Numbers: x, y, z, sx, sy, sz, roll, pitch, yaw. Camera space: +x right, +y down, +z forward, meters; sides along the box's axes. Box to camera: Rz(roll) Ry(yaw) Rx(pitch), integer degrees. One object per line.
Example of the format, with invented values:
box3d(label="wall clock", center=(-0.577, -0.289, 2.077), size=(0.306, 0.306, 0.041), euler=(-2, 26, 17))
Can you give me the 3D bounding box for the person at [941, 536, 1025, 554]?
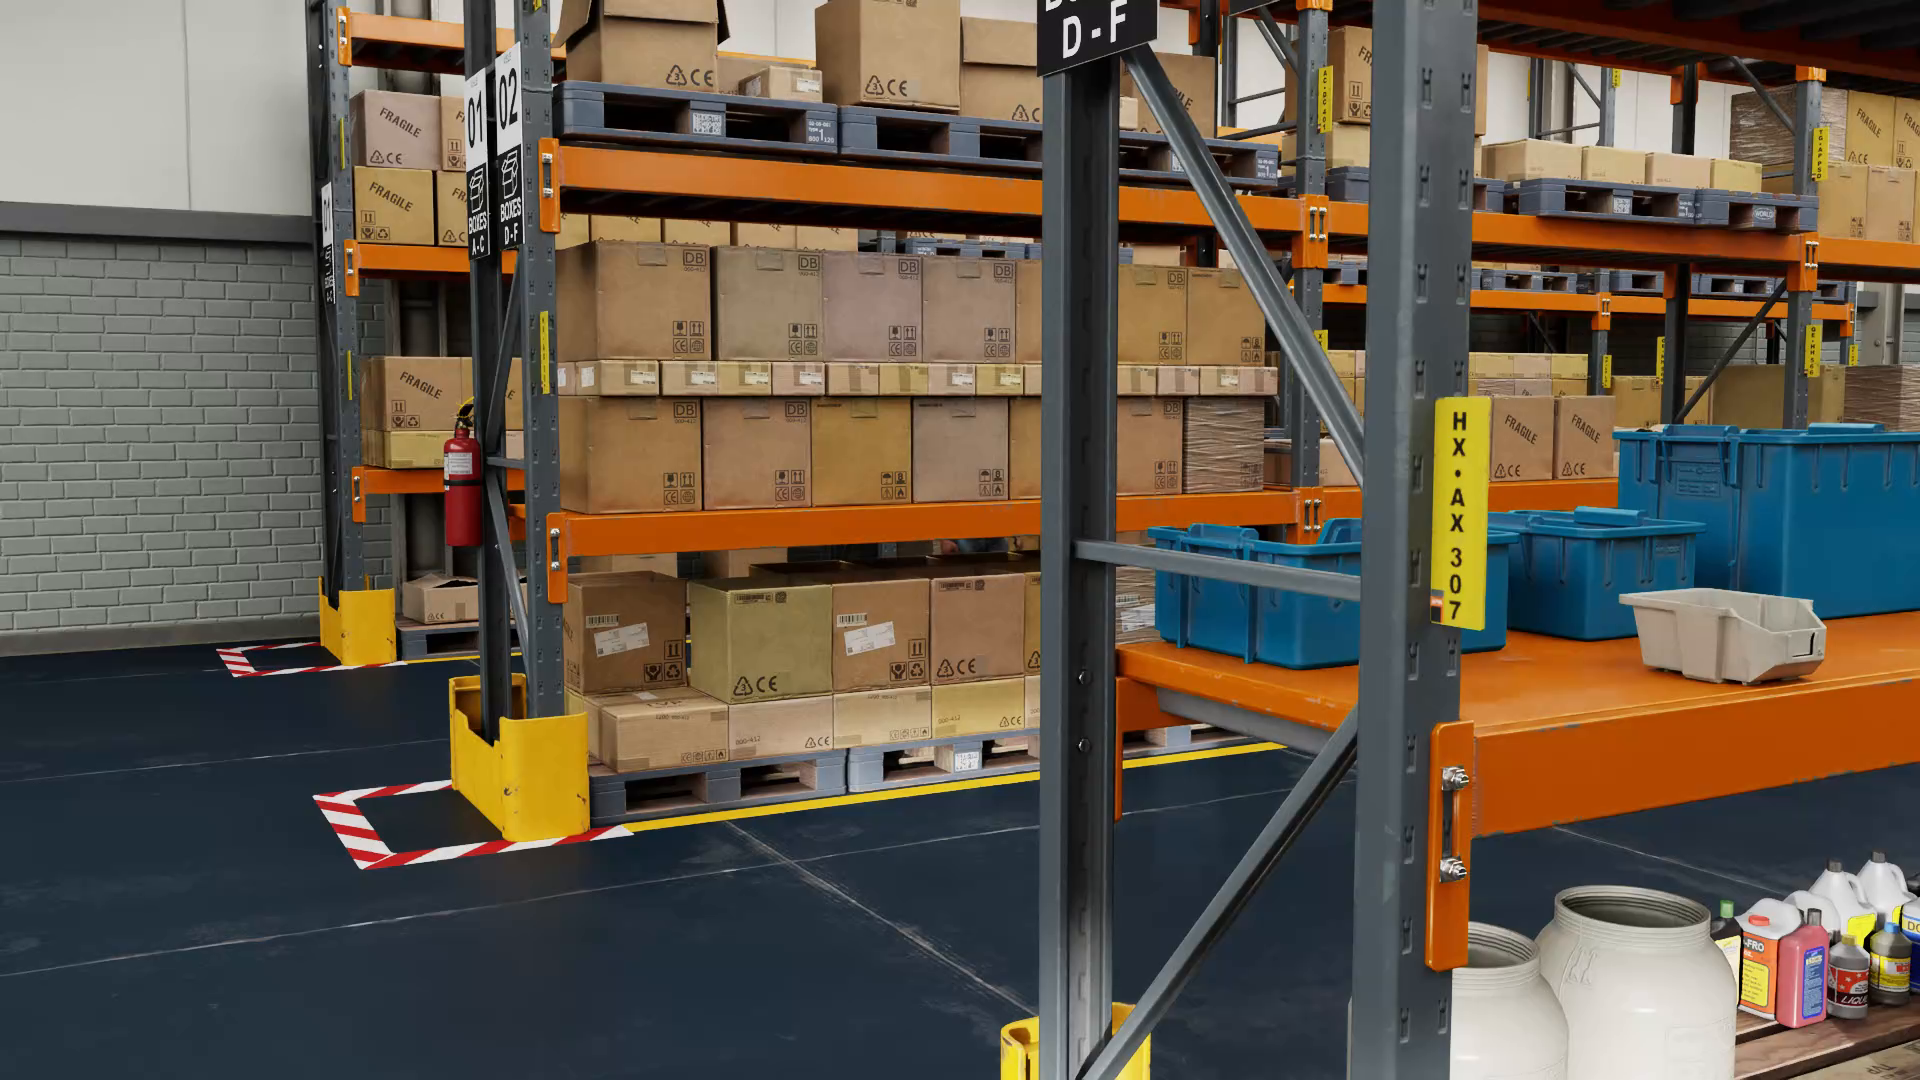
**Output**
box3d(label="person", center=(0.137, -0.002, 10.673), size=(0.635, 1.761, 0.455), euler=(-3, 6, -32))
